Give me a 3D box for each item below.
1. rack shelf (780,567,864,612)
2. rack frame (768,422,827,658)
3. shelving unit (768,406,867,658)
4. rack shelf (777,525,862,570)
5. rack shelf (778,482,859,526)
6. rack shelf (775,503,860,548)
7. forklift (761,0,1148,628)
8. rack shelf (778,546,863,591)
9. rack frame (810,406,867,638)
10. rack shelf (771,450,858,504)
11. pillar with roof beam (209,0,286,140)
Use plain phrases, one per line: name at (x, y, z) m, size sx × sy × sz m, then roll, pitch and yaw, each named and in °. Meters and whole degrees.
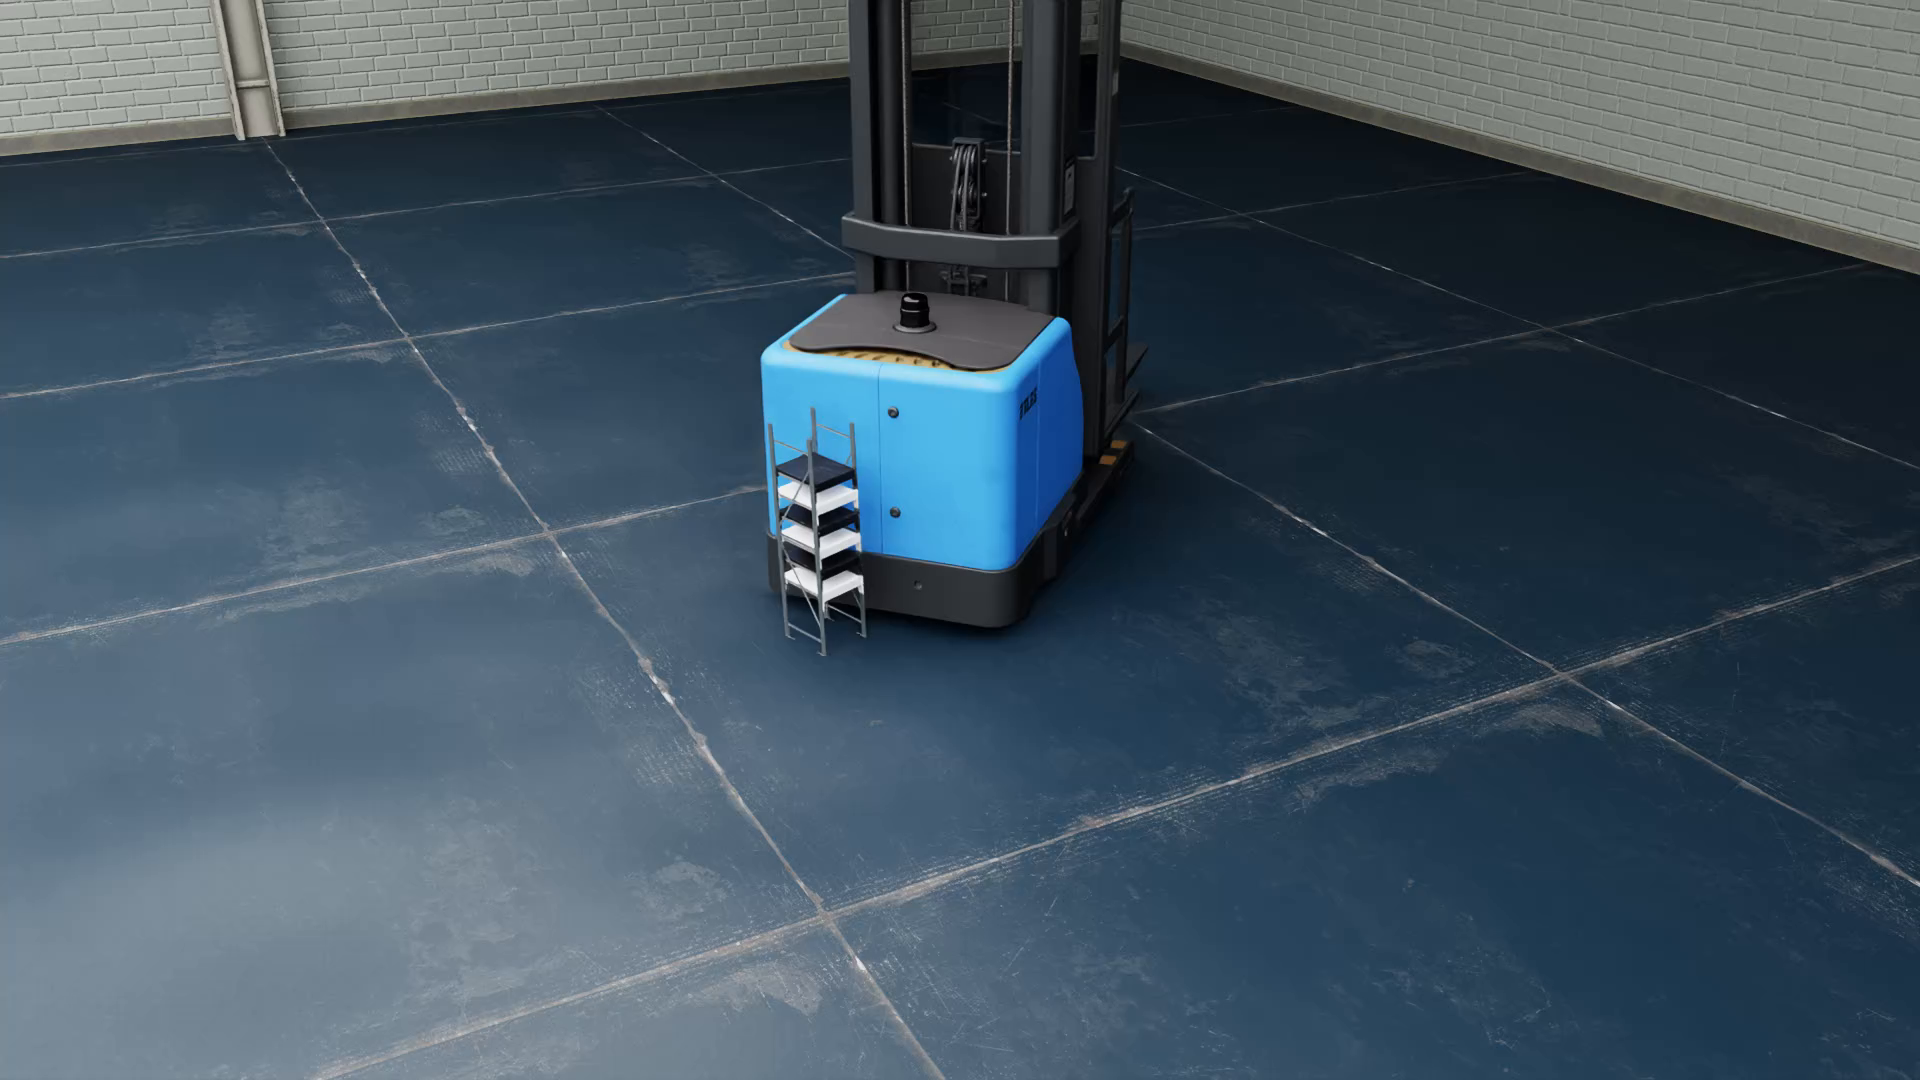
rack shelf at (-0.526, 0.165, 6.350) m, size 0.200 × 0.077 × 0.258 m, roll -25°, pitch 35°, yaw -38°
rack frame at (-0.603, 0.009, 6.190) m, size 0.006 × 0.900 × 0.240 m, roll -25°, pitch 35°, yaw -38°
shelving unit at (-0.531, -0.025, 6.253) m, size 0.210 × 0.900 × 0.258 m, roll -25°, pitch 35°, yaw -38°
rack shelf at (-0.531, 0.005, 6.268) m, size 0.200 × 0.077 × 0.258 m, roll -25°, pitch 35°, yaw -38°
rack shelf at (-0.535, -0.156, 6.187) m, size 0.200 × 0.077 × 0.258 m, roll -25°, pitch 35°, yaw -38°
rack shelf at (-0.533, -0.075, 6.228) m, size 0.200 × 0.077 × 0.258 m, roll -25°, pitch 35°, yaw -38°
forklift at (0.190, -1.600, 7.196) m, size 1.130 × 2.935 × 3.031 m, roll 8°, pitch 27°, yaw 17°
rack shelf at (-0.528, 0.085, 6.309) m, size 0.200 × 0.077 × 0.258 m, roll -25°, pitch 35°, yaw -38°
rack frame at (-0.459, -0.059, 6.316) m, size 0.006 × 0.900 × 0.240 m, roll -25°, pitch 35°, yaw -38°
rack shelf at (-0.537, -0.236, 6.146) m, size 0.200 × 0.077 × 0.258 m, roll -25°, pitch 35°, yaw -38°
pillar with roof beam at (-4.172, -6.003, 9.356) m, size 0.400 × 9.000 × 9.100 m, roll -13°, pitch 29°, yaw -25°
